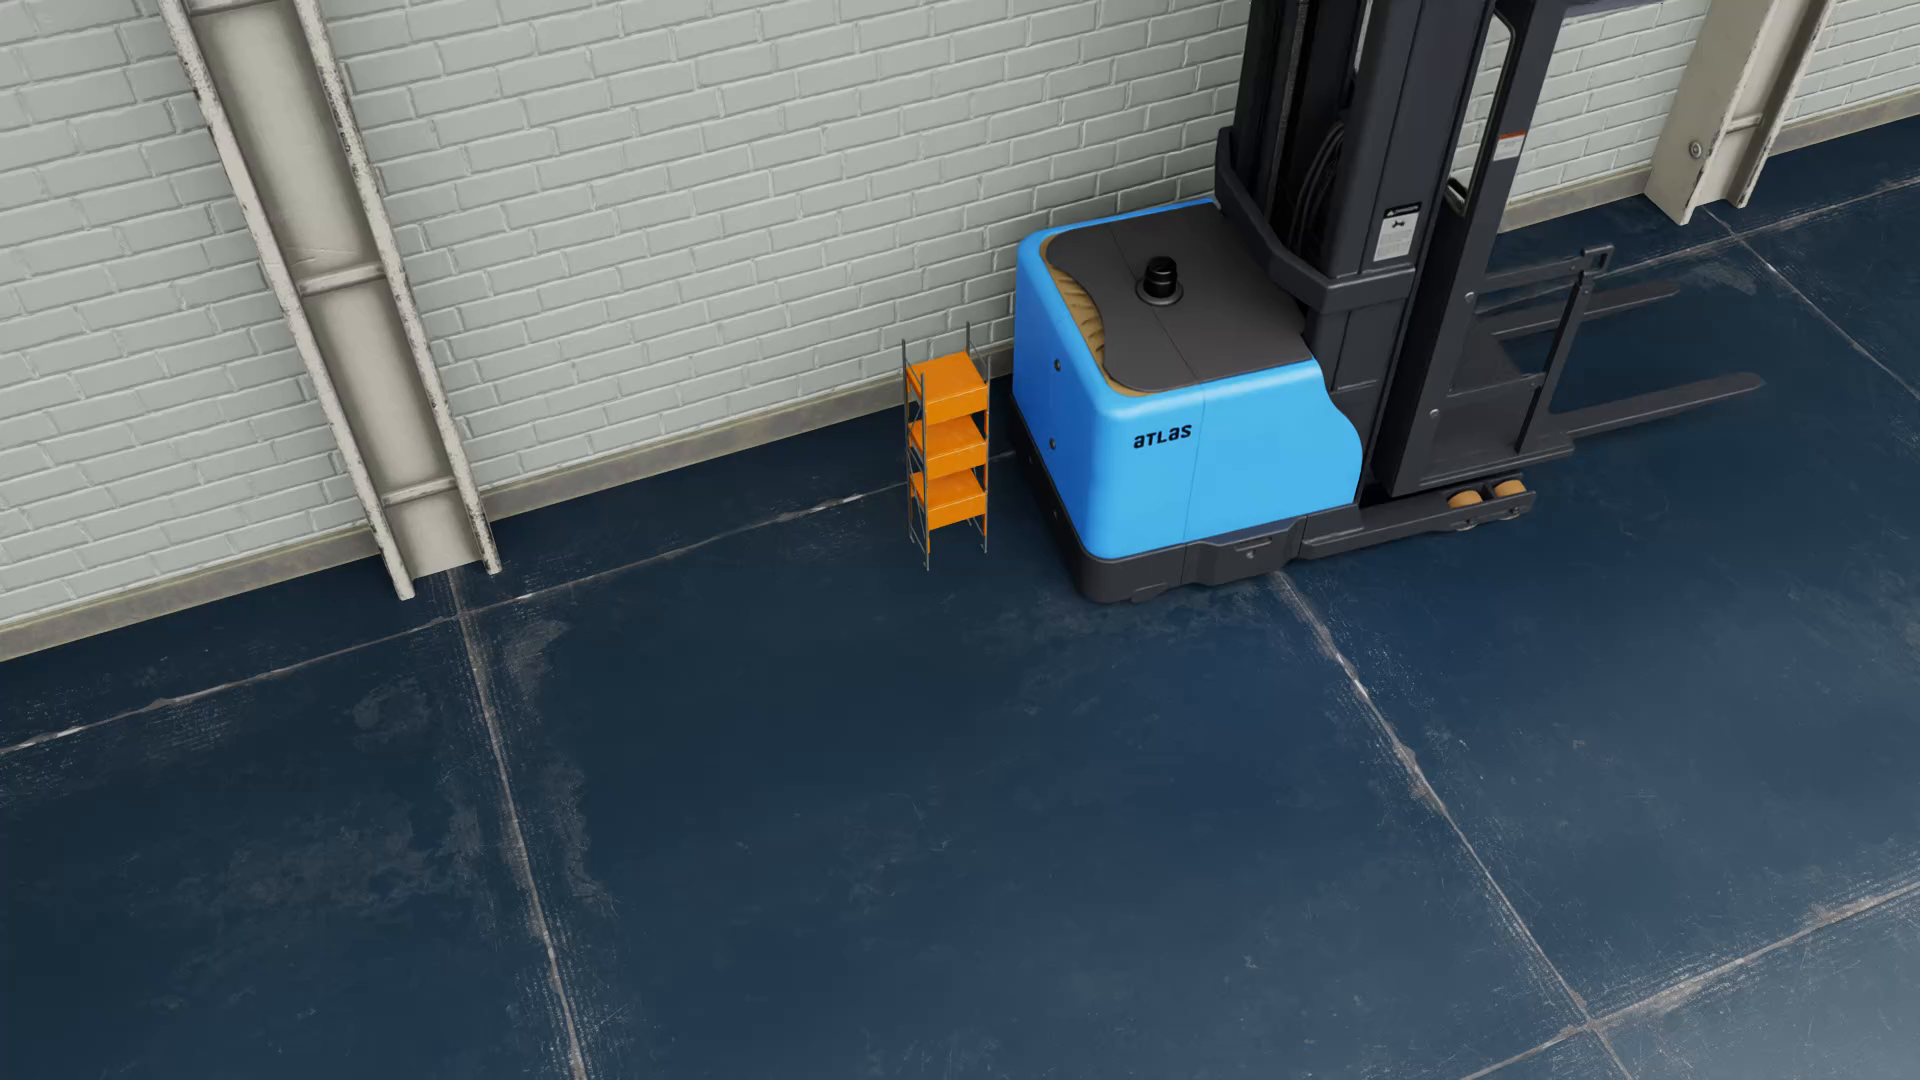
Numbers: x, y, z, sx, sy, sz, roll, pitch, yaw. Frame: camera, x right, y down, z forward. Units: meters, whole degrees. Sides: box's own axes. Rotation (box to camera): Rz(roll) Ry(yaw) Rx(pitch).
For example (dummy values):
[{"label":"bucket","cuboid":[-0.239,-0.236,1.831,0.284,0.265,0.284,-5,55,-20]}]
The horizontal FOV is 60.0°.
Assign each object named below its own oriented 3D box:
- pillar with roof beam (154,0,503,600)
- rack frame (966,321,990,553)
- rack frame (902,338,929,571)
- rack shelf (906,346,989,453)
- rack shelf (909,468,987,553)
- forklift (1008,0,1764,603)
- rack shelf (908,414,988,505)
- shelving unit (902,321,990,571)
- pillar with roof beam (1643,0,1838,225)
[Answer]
[{"label":"pillar with roof beam","cuboid":[-0.398,0.160,0.521,0.400,9.000,9.100,-17,52,-14]},{"label":"rack frame","cuboid":[0.063,-0.362,6.209,0.008,1.050,0.200,-17,52,-14]},{"label":"rack frame","cuboid":[-0.162,-0.292,6.149,0.008,1.050,0.200,-17,52,-14]},{"label":"rack shelf","cuboid":[-0.050,-0.505,5.972,0.240,0.259,0.215,-17,52,-14]},{"label":"rack shelf","cuboid":[-0.050,-0.139,6.398,0.240,0.259,0.215,-17,52,-14]},{"label":"forklift","cuboid":[1.773,-1.365,5.831,3.031,2.935,1.130,-13,51,-11]},{"label":"rack shelf","cuboid":[-0.050,-0.320,6.187,0.240,0.259,0.215,-17,52,-14]},{"label":"shelving unit","cuboid":[-0.050,-0.327,6.179,0.252,1.050,0.215,-17,52,-14]},{"label":"pillar with roof beam","cuboid":[5.157,-1.561,1.999,0.400,9.000,9.100,-17,52,-14]}]
